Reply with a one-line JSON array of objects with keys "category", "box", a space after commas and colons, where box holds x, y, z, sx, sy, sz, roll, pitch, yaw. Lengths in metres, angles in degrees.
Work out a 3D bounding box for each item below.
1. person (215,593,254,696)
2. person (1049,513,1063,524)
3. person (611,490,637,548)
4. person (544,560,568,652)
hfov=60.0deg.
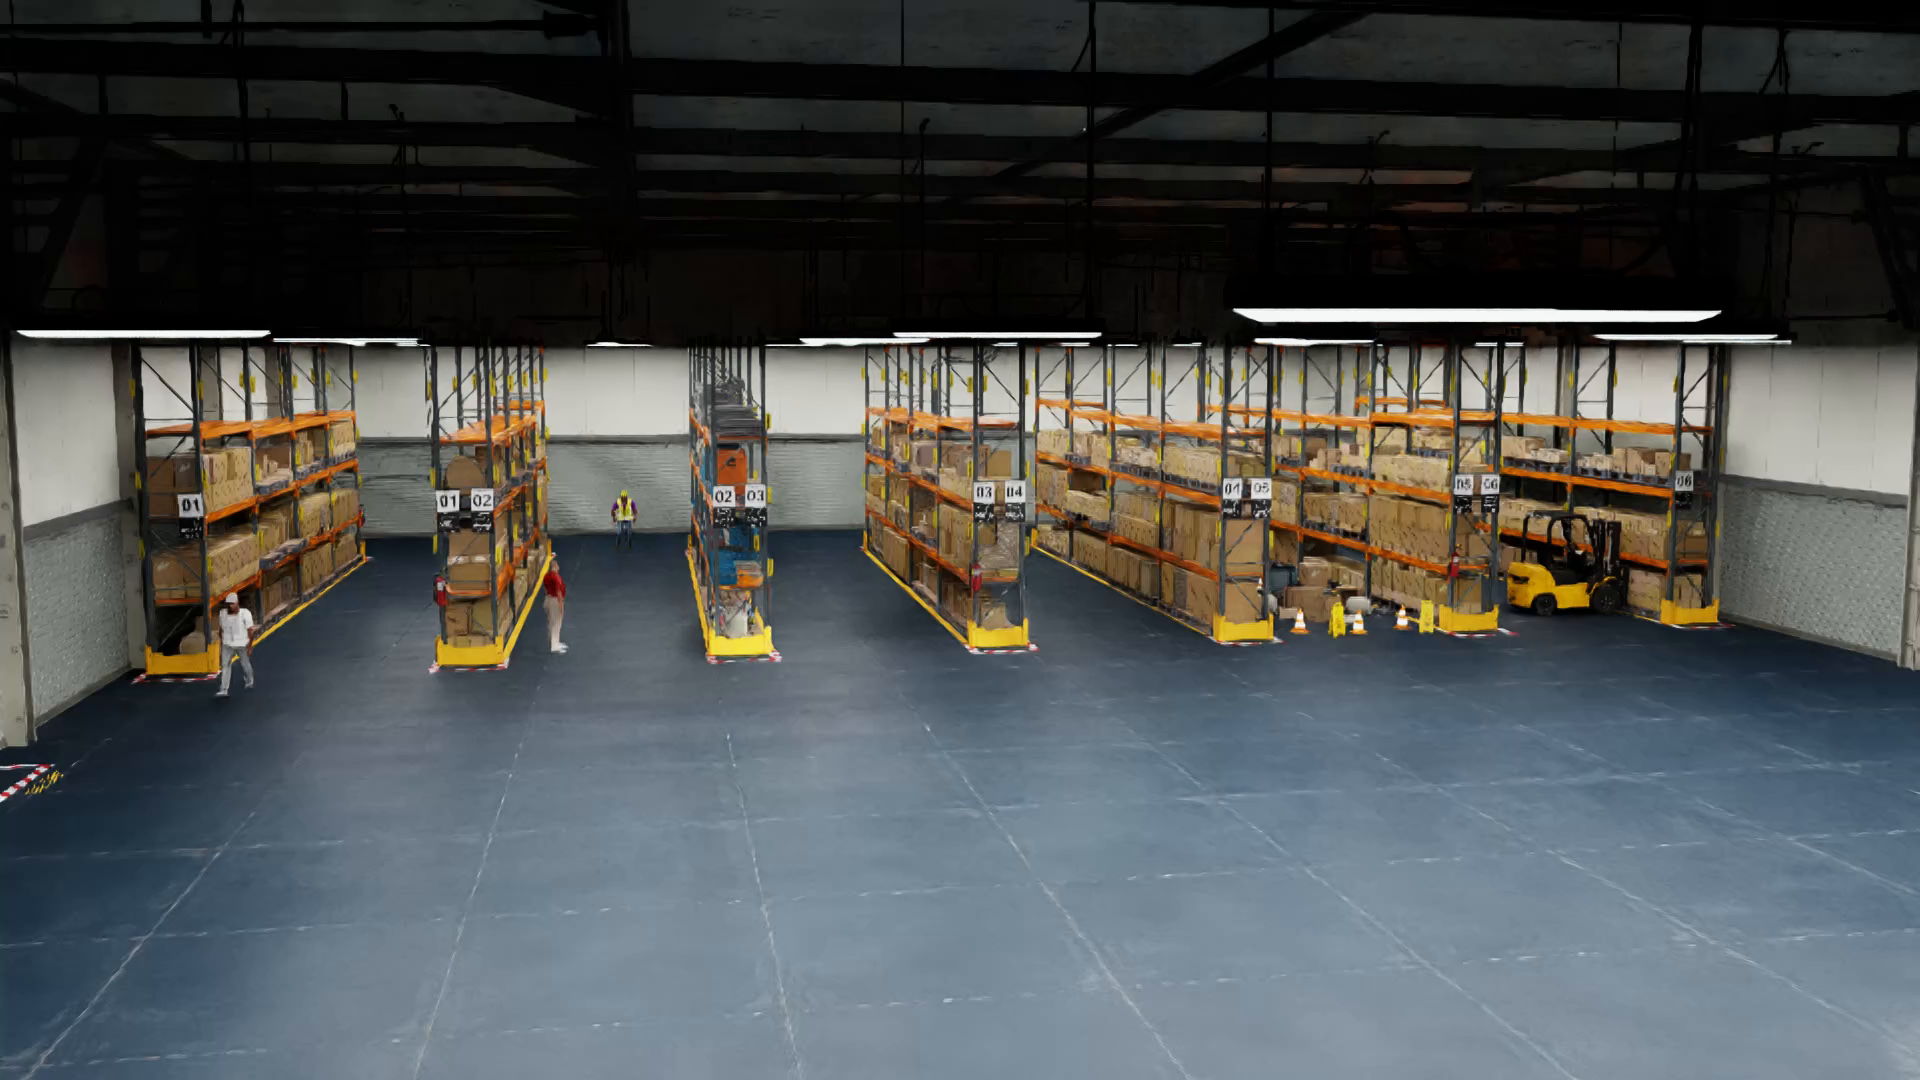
[{"category": "person", "box": [-12.042, 1.707, 27.639, 0.580, 1.685, 1.121, -1, 7, -8]}, {"category": "person", "box": [2.985, -0.928, 50.251, 0.659, 1.769, 0.483, 6, 9, 43]}, {"category": "person", "box": [-9.644, -0.590, 47.769, 0.719, 1.713, 0.578, -1, 7, -13]}, {"category": "person", "box": [-7.665, 1.232, 31.636, 0.457, 1.733, 0.593, -5, 8, -39]}]
